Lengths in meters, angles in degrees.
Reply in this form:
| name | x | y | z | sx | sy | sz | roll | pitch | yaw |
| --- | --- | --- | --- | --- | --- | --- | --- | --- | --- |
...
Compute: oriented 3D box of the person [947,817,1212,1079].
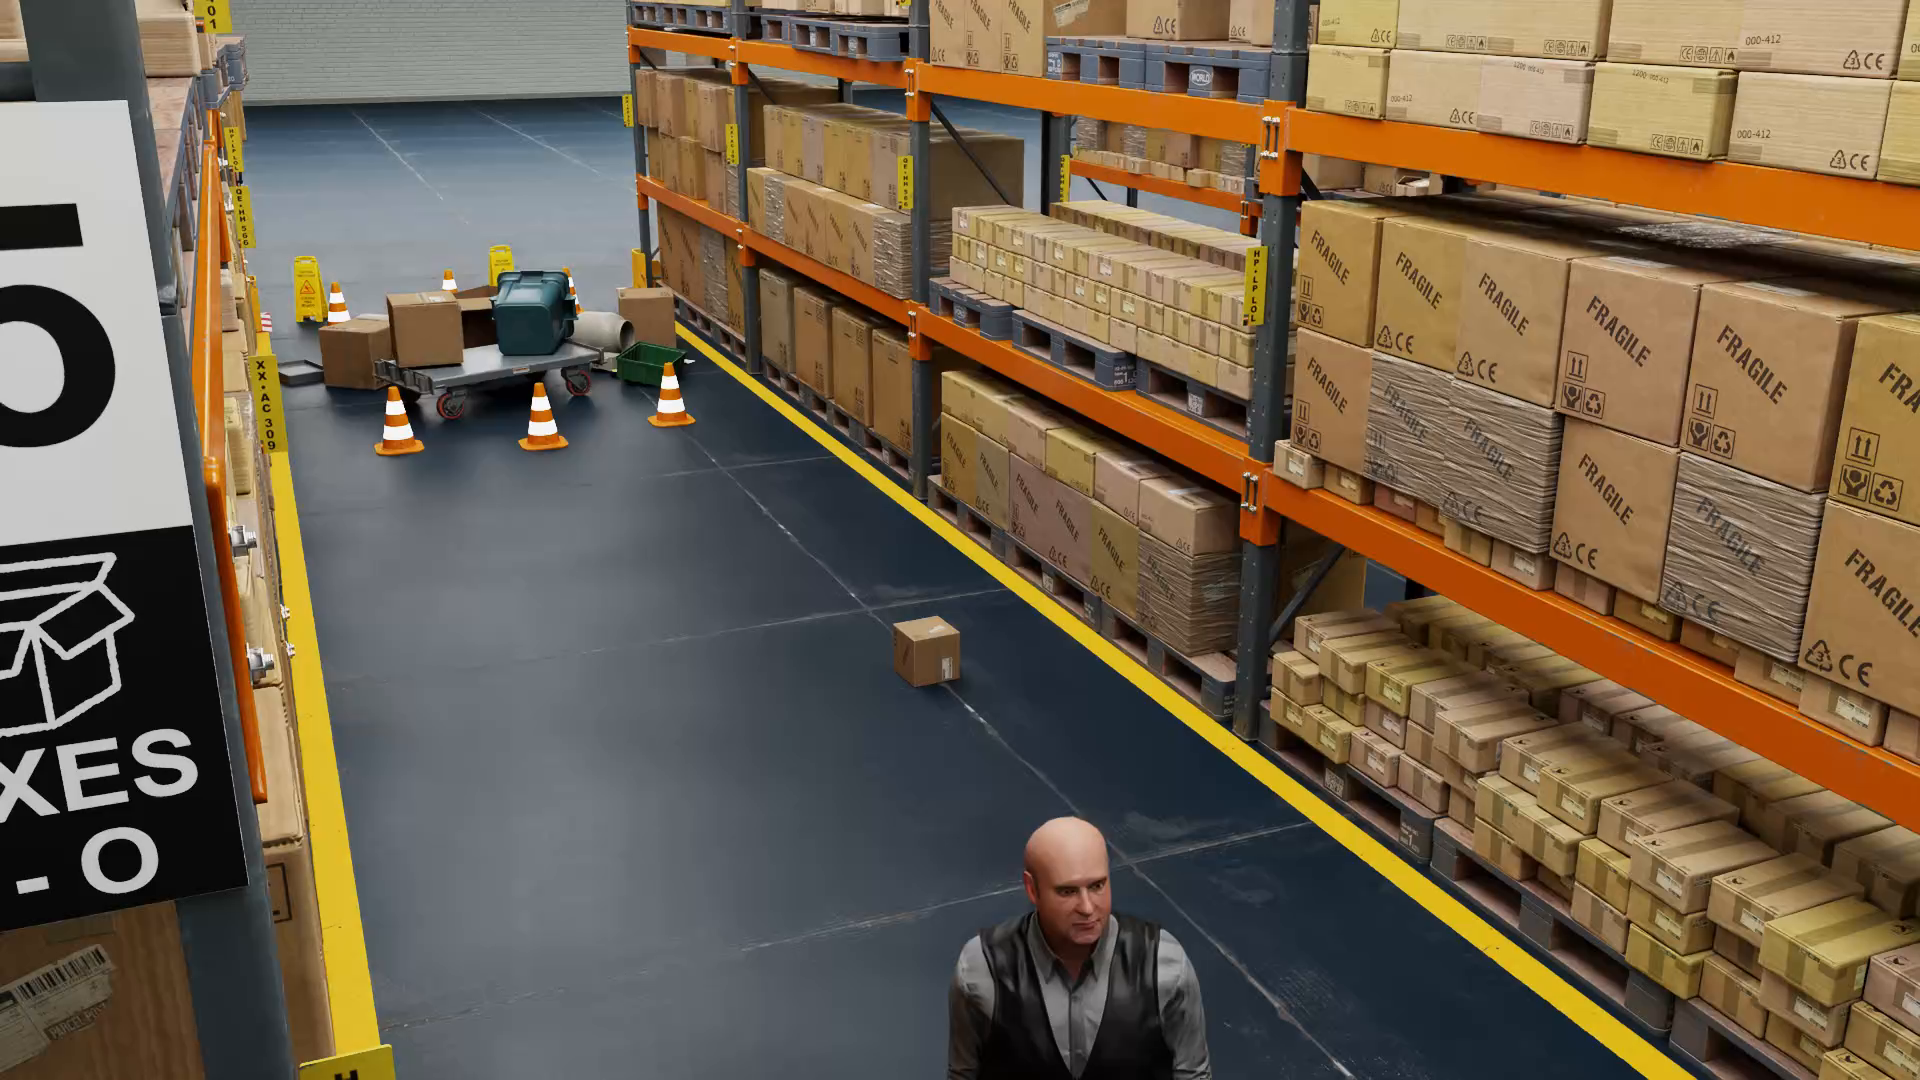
| name | x | y | z | sx | sy | sz | roll | pitch | yaw |
| --- | --- | --- | --- | --- | --- | --- | --- | --- | --- |
| person | 0.248 | 1.369 | 3.552 | 0.557 | 1.694 | 0.869 | 0 | 19 | 0 |
